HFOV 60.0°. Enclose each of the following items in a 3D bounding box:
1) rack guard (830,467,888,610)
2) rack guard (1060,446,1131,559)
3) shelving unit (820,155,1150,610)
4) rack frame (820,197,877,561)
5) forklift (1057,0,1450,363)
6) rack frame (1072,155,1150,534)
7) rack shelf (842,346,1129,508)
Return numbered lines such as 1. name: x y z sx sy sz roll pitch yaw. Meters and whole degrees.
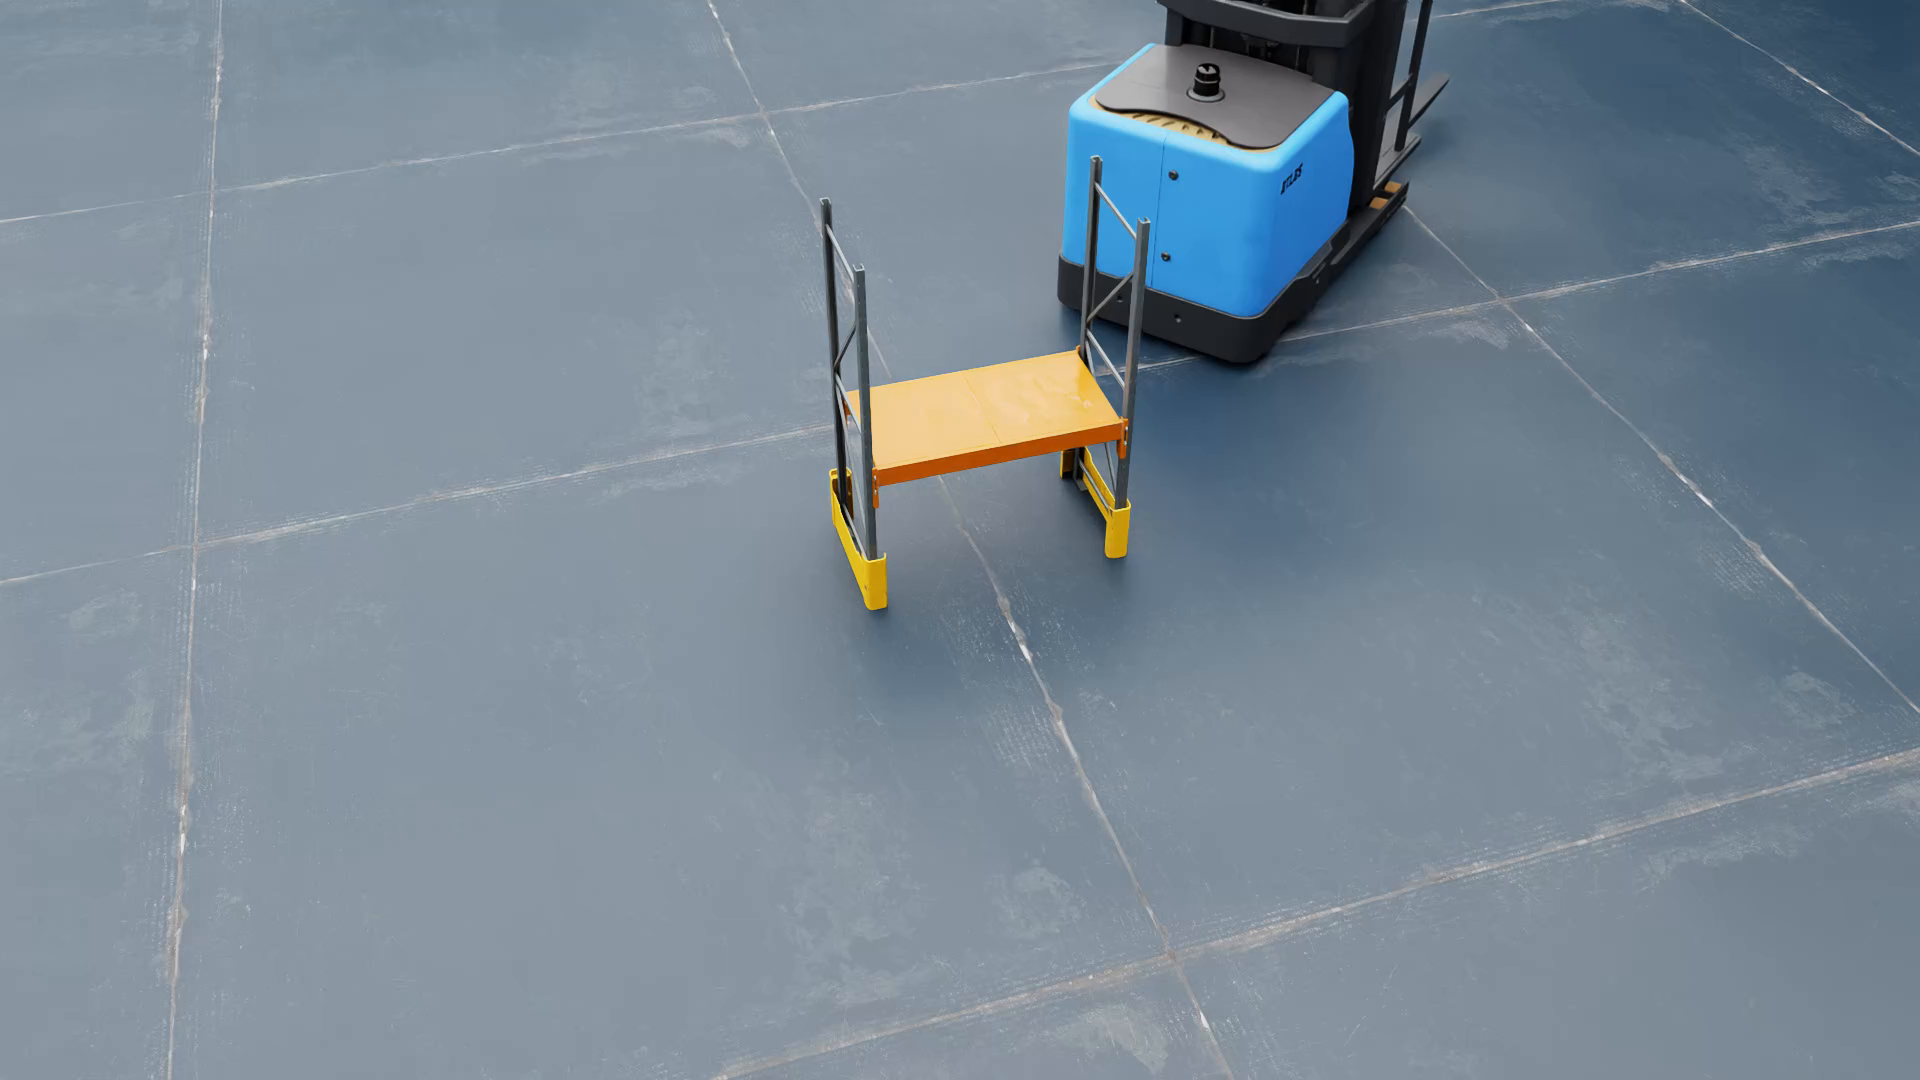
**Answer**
1. rack guard: -0.402 -0.011 6.572 0.087 0.250 0.587 -12 42 -13
2. rack guard: 0.548 -0.208 6.798 0.087 0.250 0.587 -12 42 -13
3. shelving unit: 0.073 -0.580 6.274 1.083 1.500 0.587 -12 42 -13
4. rack frame: -0.404 -0.481 6.161 0.032 1.500 0.500 -12 42 -13
5. forklift: 1.682 -2.854 7.789 1.130 2.935 3.031 23 46 24
6. rack frame: 0.566 -0.682 6.391 0.032 1.500 0.500 -12 42 -13
7. rack shelf: 0.081 -0.446 6.394 1.000 0.185 0.538 -12 42 -13
